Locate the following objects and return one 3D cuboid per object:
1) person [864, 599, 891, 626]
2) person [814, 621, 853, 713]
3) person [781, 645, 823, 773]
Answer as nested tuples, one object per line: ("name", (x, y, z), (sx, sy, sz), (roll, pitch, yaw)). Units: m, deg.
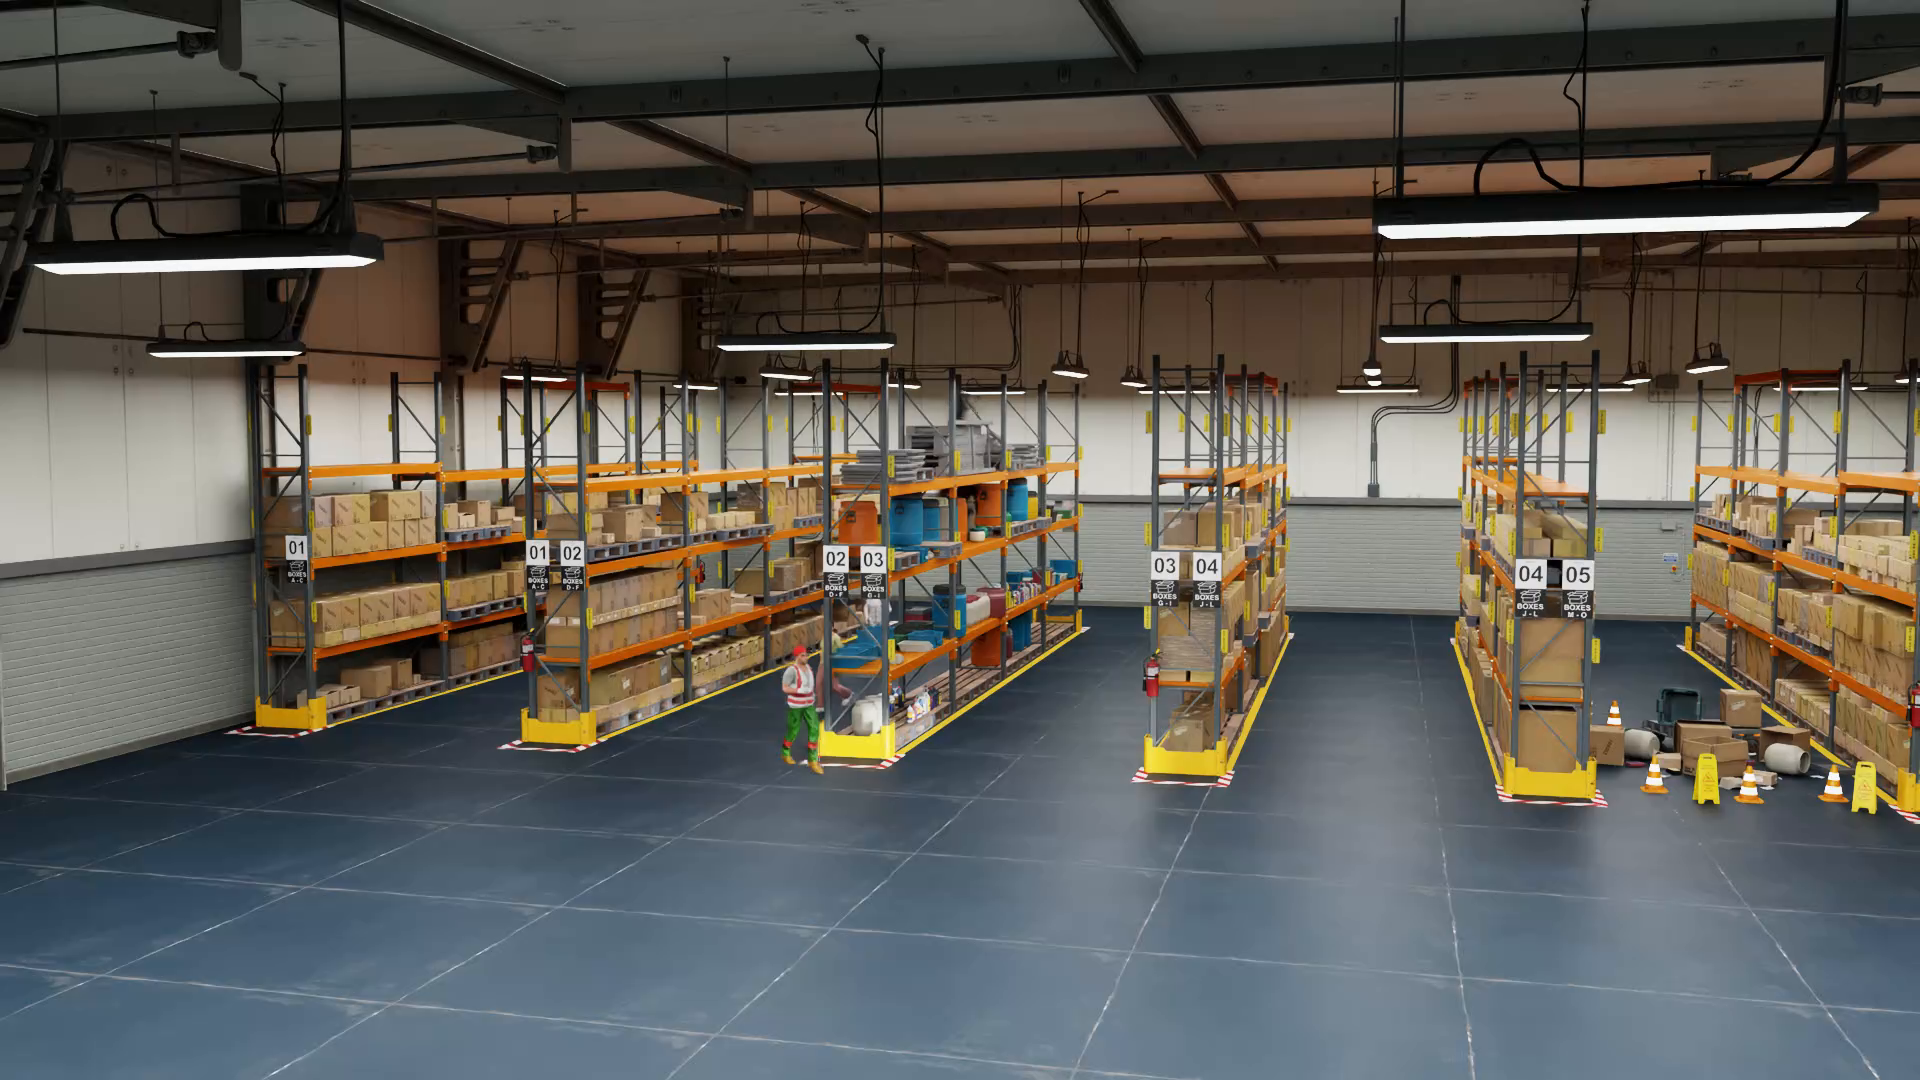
("person", (-1.766, 1.728, 35.436), (0.613, 1.659, 0.660), (0, 4, 6))
("person", (-2.237, 2.173, 28.980), (0.532, 1.632, 0.848), (3, 5, 36))
("person", (-2.338, 2.436, 24.107), (0.637, 1.833, 0.816), (-3, 5, -40))
